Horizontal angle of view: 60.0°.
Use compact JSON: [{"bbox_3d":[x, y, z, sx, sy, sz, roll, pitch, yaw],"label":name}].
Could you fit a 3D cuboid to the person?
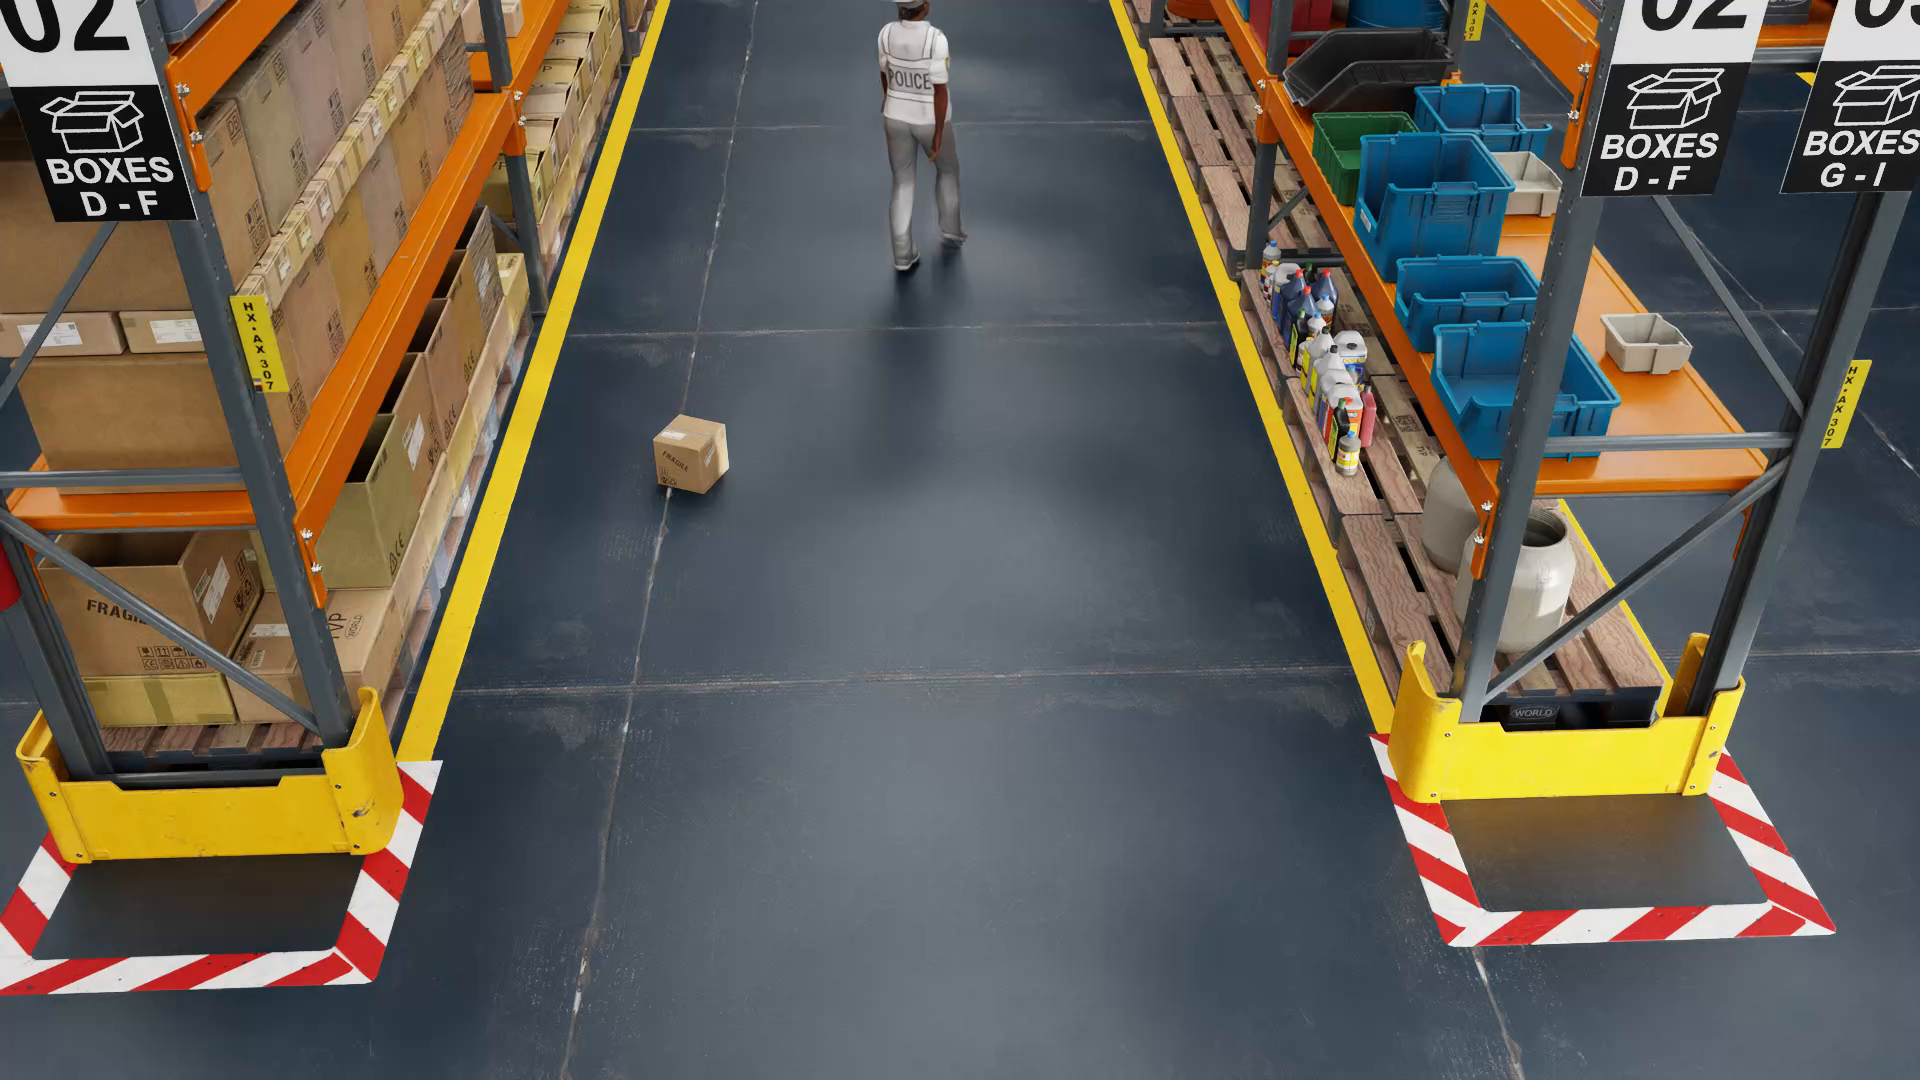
[{"bbox_3d":[-0.229,-2.402,9.514,0.445,1.733,0.722,10,37,14],"label":"person"}]
